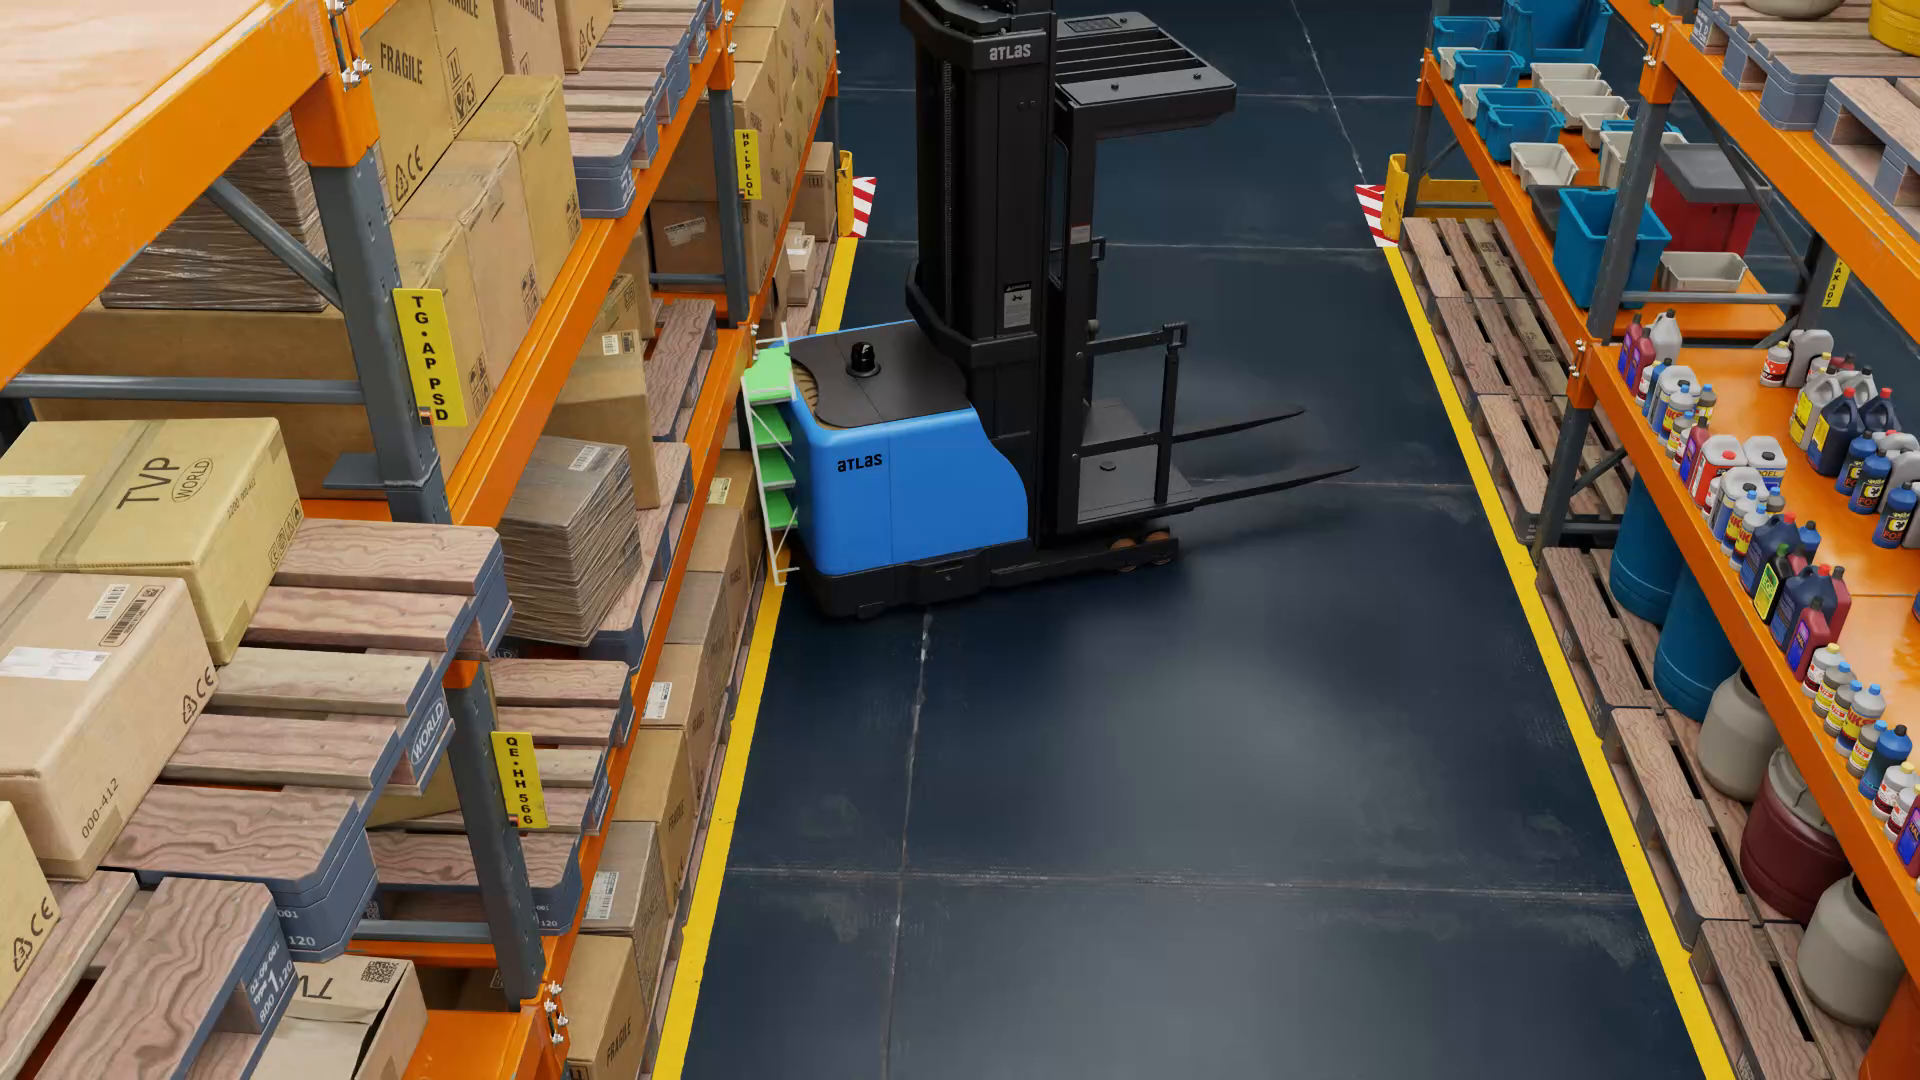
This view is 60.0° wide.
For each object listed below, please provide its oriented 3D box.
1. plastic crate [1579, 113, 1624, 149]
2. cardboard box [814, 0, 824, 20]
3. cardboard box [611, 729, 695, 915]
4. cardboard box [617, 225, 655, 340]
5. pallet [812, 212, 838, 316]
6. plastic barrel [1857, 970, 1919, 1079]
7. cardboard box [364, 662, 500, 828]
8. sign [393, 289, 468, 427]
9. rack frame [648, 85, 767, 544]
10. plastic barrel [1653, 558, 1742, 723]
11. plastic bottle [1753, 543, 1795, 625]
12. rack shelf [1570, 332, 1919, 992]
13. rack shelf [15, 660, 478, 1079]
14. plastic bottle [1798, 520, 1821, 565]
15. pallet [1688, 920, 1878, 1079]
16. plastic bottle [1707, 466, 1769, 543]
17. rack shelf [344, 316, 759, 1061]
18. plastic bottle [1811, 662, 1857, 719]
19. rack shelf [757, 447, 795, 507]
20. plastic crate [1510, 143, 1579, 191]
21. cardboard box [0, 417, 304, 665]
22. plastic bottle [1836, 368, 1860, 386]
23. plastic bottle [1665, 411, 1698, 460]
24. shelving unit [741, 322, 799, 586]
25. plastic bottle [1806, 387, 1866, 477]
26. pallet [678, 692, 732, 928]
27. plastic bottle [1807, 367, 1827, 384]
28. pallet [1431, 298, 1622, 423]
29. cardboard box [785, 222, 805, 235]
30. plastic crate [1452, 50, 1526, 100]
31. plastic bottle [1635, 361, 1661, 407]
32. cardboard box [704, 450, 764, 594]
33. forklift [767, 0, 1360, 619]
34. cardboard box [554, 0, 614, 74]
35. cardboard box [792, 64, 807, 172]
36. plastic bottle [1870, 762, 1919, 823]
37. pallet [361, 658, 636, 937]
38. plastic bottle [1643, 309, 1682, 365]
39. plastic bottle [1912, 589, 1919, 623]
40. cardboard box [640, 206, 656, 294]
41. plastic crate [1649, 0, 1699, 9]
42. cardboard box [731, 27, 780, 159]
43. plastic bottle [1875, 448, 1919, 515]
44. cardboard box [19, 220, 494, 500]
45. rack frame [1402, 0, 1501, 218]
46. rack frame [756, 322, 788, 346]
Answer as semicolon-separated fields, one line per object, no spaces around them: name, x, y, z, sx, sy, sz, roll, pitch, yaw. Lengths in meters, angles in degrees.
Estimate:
plastic crate;3.745;-2.353;9.612;0.298;0.136;0.250;1;35;2
cardboard box;-1.109;-3.421;9.998;0.500;0.500;0.500;2;35;3
cardboard box;-1.323;1.072;6.353;0.500;0.500;0.500;1;35;1
cardboard box;-1.750;-1.171;7.300;0.700;0.500;0.500;-10;36;-14
pallet;-1.381;-1.880;11.188;1.003;0.211;1.213;1;35;2
plastic barrel;3.284;1.624;5.298;0.600;0.830;0.708;1;35;2
cardboard box;-1.755;0.496;4.929;0.700;0.500;0.500;-10;36;-14
sign;-1.114;-0.380;3.501;0.100;0.325;0.005;1;35;2
rack frame;-1.507;-1.225;7.830;1.000;3.000;0.127;1;35;2
plastic barrel;3.375;0.297;7.124;0.600;0.901;0.708;1;35;2
plastic bottle;2.930;0.156;5.967;0.061;0.283;0.133;1;35;2
rack shelf;3.362;0.335;6.236;1.077;0.370;4.000;1;35;2
rack shelf;-1.748;1.289;2.269;1.077;0.370;4.000;1;35;2
plastic bottle;3.100;0.048;6.131;0.097;0.271;0.097;0;35;0
pallet;3.271;1.877;5.842;1.003;0.211;1.213;1;35;2
plastic bottle;2.996;-0.135;6.387;0.152;0.276;0.135;1;35;2
rack shelf;-1.588;0.219;6.402;1.077;0.370;4.000;1;35;2
plastic bottle;2.927;0.495;5.556;0.097;0.201;0.097;0;35;0
rack shelf;-0.885;-0.363;8.263;0.258;0.148;0.480;-8;35;-5
plastic crate;3.212;-2.032;9.156;0.293;0.136;0.466;1;35;2
cardboard box;-1.630;-0.002;3.247;0.500;0.250;0.500;-1;35;-2
plastic bottle;3.735;-0.614;7.068;0.152;0.276;0.135;1;35;2
plastic bottle;2.992;-0.438;6.883;0.097;0.201;0.097;0;35;0
shelving unit;-0.890;-0.415;8.226;0.258;1.200;0.503;-8;35;-5
plastic bottle;3.581;-0.450;6.770;0.144;0.351;0.185;1;35;2
pallet;-1.548;1.087;6.965;1.003;0.211;1.213;1;35;2
plastic bottle;3.706;-0.651;7.186;0.097;0.201;0.097;0;35;0
pallet;3.479;-1.094;10.068;1.003;0.211;1.213;1;35;2
cardboard box;-1.228;-1.995;11.007;0.380;0.166;0.250;1;35;2
plastic crate;3.237;-2.850;10.236;0.416;0.233;0.300;1;35;2
plastic bottle;3.009;-0.683;7.231;0.097;0.201;0.097;0;35;0
cardboard box;-1.241;-0.092;8.009;0.500;0.500;0.500;1;35;2
forklift;0.595;-1.315;8.018;3.031;2.935;1.130;-11;37;-15
cardboard box;-1.605;-2.033;5.833;0.600;0.600;0.600;1;35;1
cardboard box;-1.156;-2.426;9.452;0.500;0.500;0.500;1;35;1
plastic bottle;2.907;0.774;5.158;0.097;0.201;0.097;0;35;0
pallet;-1.711;0.761;5.171;1.213;0.211;1.003;1;35;2
plastic bottle;3.102;-0.870;7.368;0.144;0.351;0.185;1;35;2
plastic bottle;3.530;0.154;5.910;0.144;0.351;0.185;1;35;2
cardboard box;-1.744;-1.559;8.218;0.500;0.500;0.500;2;35;3
plastic crate;3.157;-2.499;7.219;0.450;0.188;0.662;1;35;2
cardboard box;-1.187;-2.235;8.311;0.500;0.500;0.500;0;35;0
plastic bottle;3.709;-0.247;6.546;0.152;0.276;0.135;1;35;2
cardboard box;-1.684;-0.446;4.026;0.910;0.500;0.500;1;35;2
rack frame;3.603;-3.406;10.934;1.000;3.000;0.127;1;35;2
rack frame;-0.927;-0.552;8.424;0.240;1.200;0.015;-8;35;-5
